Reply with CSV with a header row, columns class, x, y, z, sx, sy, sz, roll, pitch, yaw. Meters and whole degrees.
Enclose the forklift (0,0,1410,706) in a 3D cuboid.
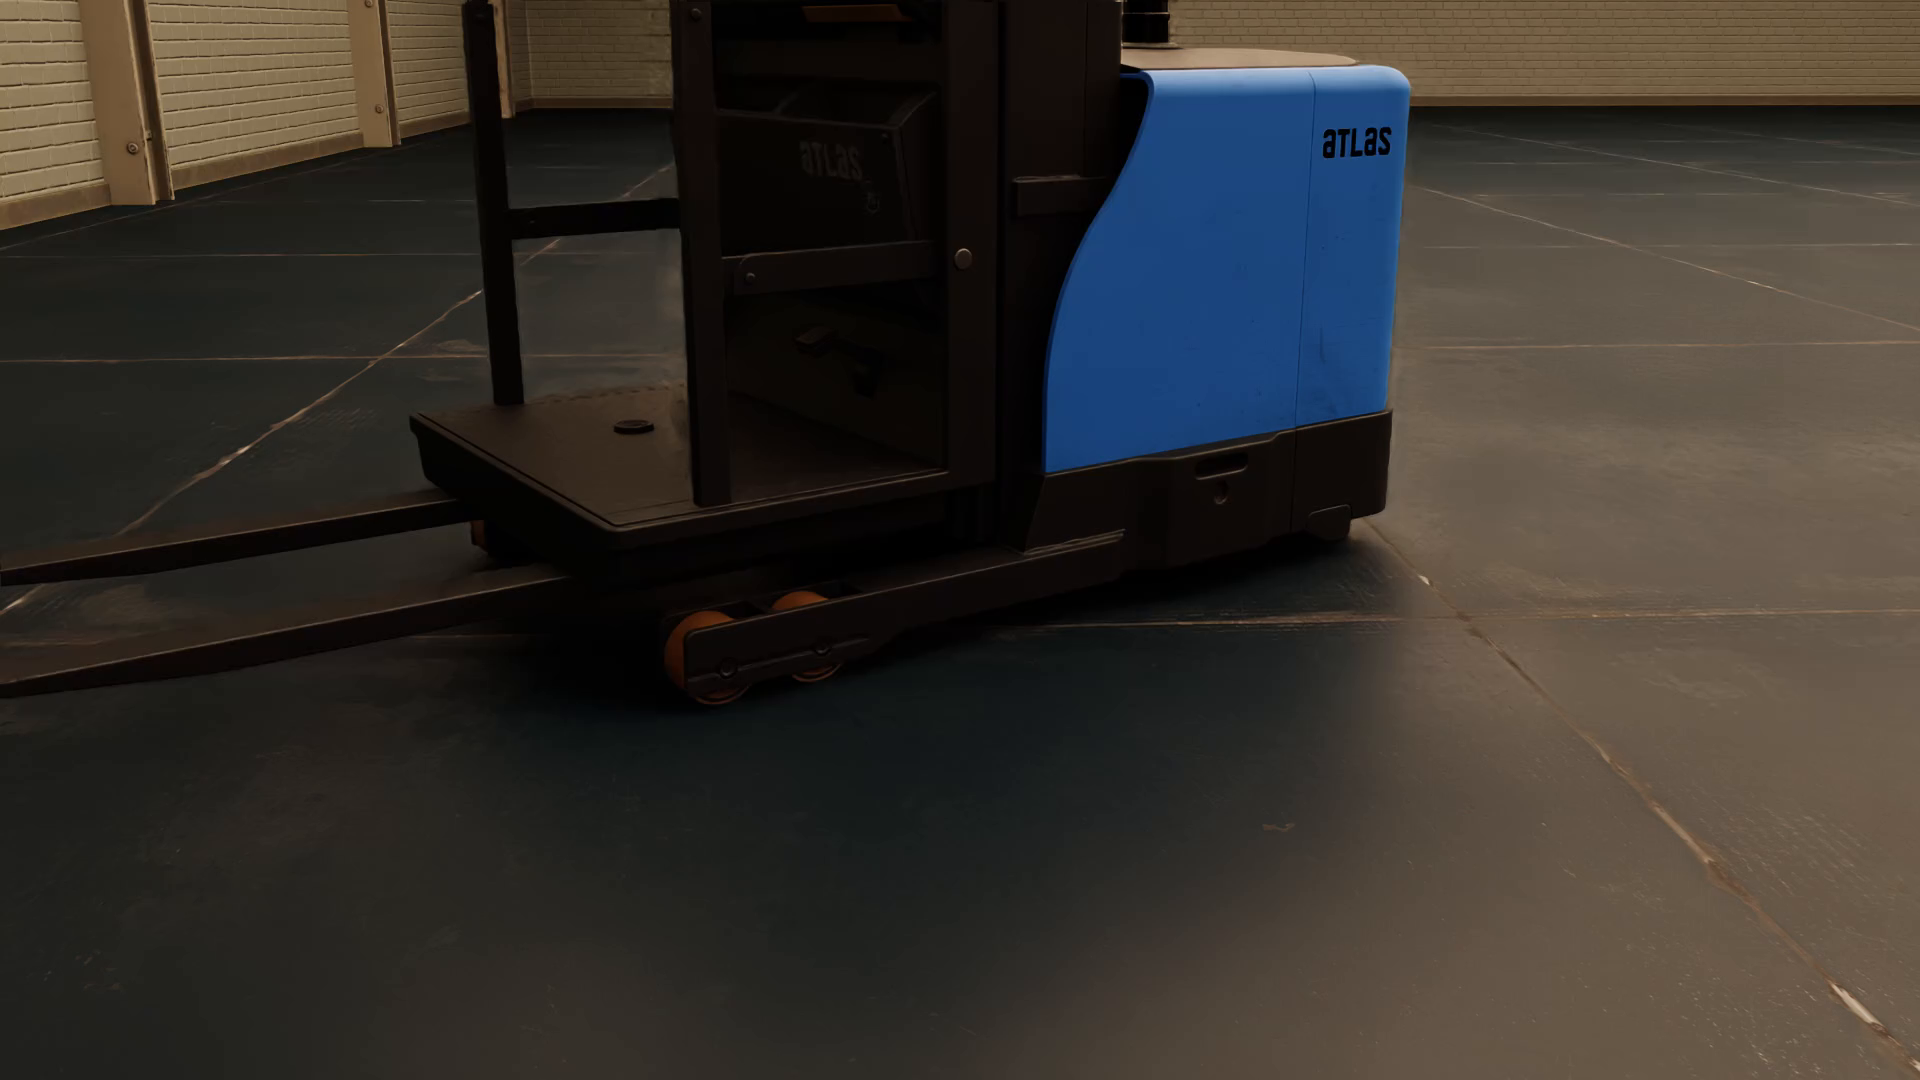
class,x,y,z,sx,sy,sz,roll,pitch,yaw
forklift,-0.495,-1.282,3.099,3.031,2.935,1.130,-11,20,-33
